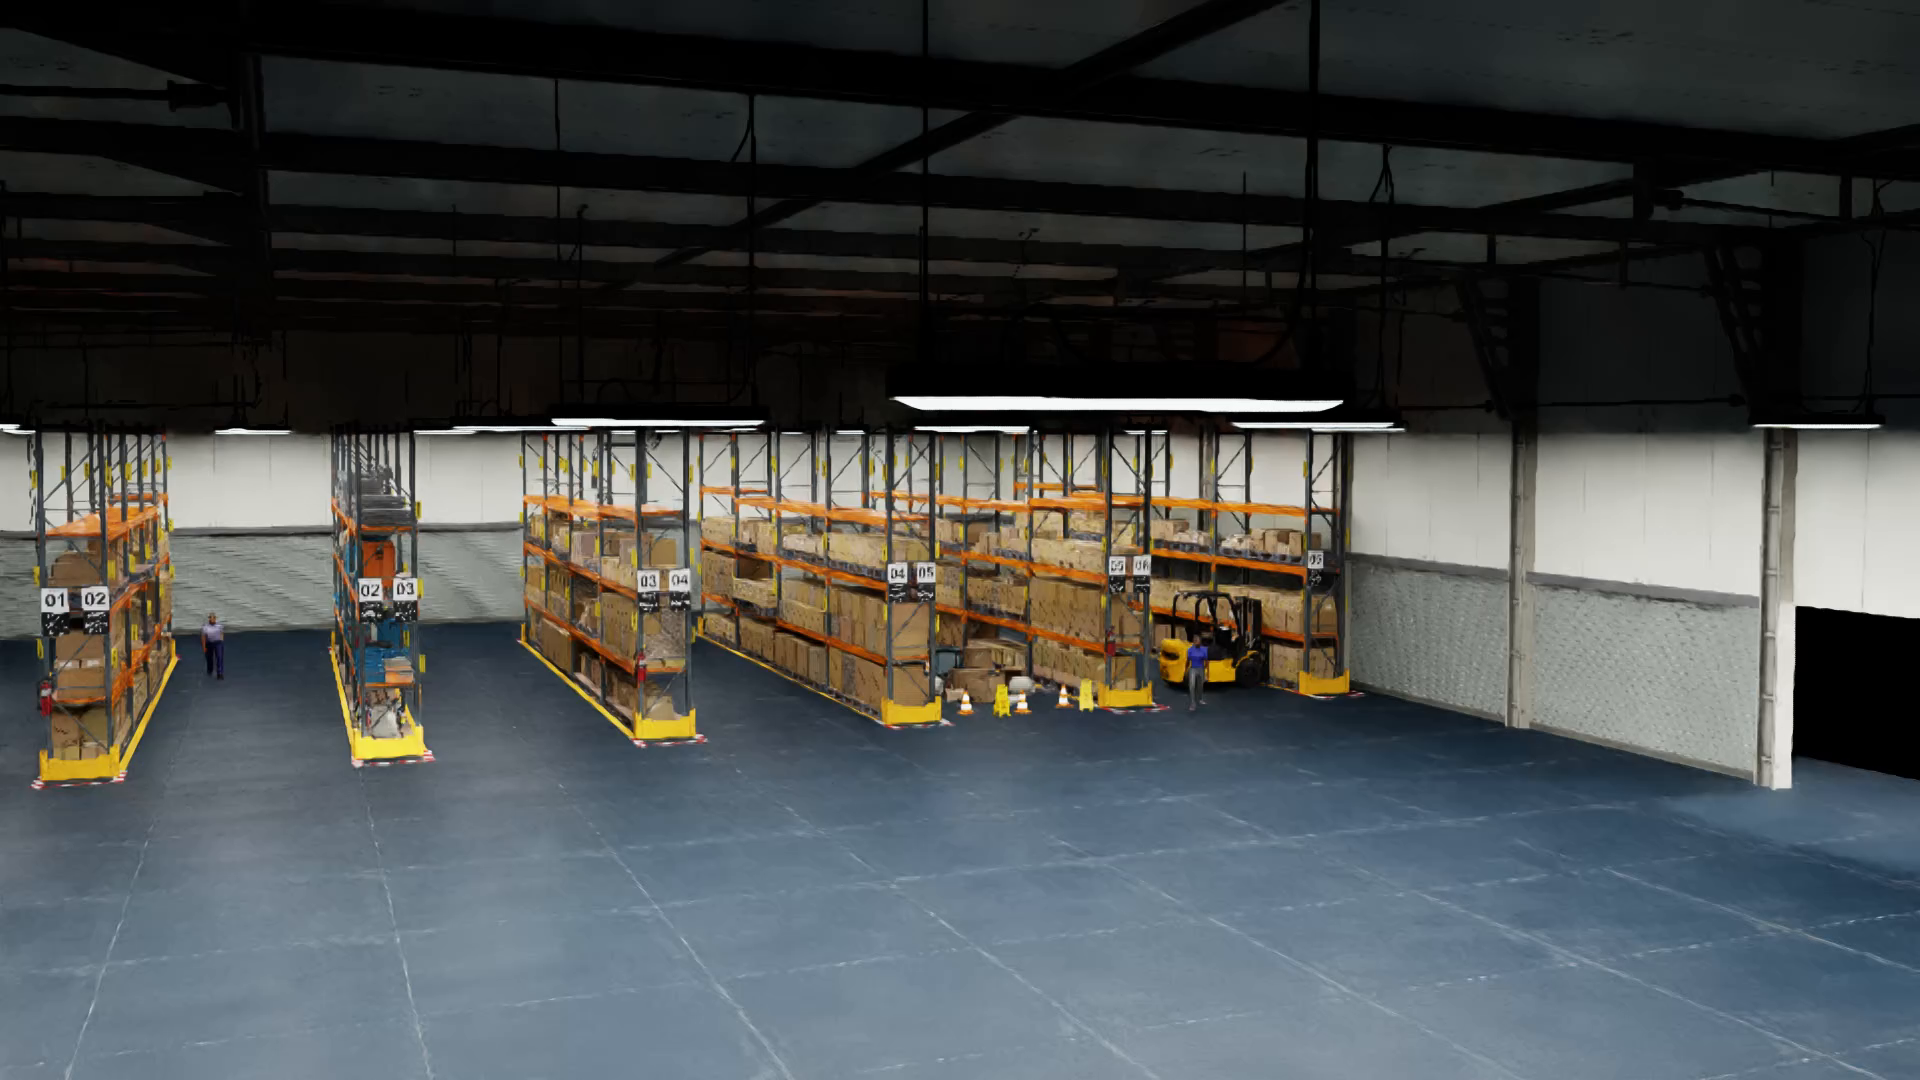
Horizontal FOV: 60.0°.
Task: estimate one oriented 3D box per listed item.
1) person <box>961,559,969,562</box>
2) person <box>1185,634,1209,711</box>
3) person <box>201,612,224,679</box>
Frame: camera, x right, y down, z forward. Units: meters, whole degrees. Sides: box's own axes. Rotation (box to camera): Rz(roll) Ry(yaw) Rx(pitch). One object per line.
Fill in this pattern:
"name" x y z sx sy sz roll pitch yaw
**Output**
"person" 0.282 1.439 54.338 0.706 1.760 0.459 3 4 36
"person" 4.975 2.744 34.847 0.505 1.591 0.939 0 4 -1
"person" -17.646 2.471 39.259 0.481 1.565 1.091 -2 4 -24
